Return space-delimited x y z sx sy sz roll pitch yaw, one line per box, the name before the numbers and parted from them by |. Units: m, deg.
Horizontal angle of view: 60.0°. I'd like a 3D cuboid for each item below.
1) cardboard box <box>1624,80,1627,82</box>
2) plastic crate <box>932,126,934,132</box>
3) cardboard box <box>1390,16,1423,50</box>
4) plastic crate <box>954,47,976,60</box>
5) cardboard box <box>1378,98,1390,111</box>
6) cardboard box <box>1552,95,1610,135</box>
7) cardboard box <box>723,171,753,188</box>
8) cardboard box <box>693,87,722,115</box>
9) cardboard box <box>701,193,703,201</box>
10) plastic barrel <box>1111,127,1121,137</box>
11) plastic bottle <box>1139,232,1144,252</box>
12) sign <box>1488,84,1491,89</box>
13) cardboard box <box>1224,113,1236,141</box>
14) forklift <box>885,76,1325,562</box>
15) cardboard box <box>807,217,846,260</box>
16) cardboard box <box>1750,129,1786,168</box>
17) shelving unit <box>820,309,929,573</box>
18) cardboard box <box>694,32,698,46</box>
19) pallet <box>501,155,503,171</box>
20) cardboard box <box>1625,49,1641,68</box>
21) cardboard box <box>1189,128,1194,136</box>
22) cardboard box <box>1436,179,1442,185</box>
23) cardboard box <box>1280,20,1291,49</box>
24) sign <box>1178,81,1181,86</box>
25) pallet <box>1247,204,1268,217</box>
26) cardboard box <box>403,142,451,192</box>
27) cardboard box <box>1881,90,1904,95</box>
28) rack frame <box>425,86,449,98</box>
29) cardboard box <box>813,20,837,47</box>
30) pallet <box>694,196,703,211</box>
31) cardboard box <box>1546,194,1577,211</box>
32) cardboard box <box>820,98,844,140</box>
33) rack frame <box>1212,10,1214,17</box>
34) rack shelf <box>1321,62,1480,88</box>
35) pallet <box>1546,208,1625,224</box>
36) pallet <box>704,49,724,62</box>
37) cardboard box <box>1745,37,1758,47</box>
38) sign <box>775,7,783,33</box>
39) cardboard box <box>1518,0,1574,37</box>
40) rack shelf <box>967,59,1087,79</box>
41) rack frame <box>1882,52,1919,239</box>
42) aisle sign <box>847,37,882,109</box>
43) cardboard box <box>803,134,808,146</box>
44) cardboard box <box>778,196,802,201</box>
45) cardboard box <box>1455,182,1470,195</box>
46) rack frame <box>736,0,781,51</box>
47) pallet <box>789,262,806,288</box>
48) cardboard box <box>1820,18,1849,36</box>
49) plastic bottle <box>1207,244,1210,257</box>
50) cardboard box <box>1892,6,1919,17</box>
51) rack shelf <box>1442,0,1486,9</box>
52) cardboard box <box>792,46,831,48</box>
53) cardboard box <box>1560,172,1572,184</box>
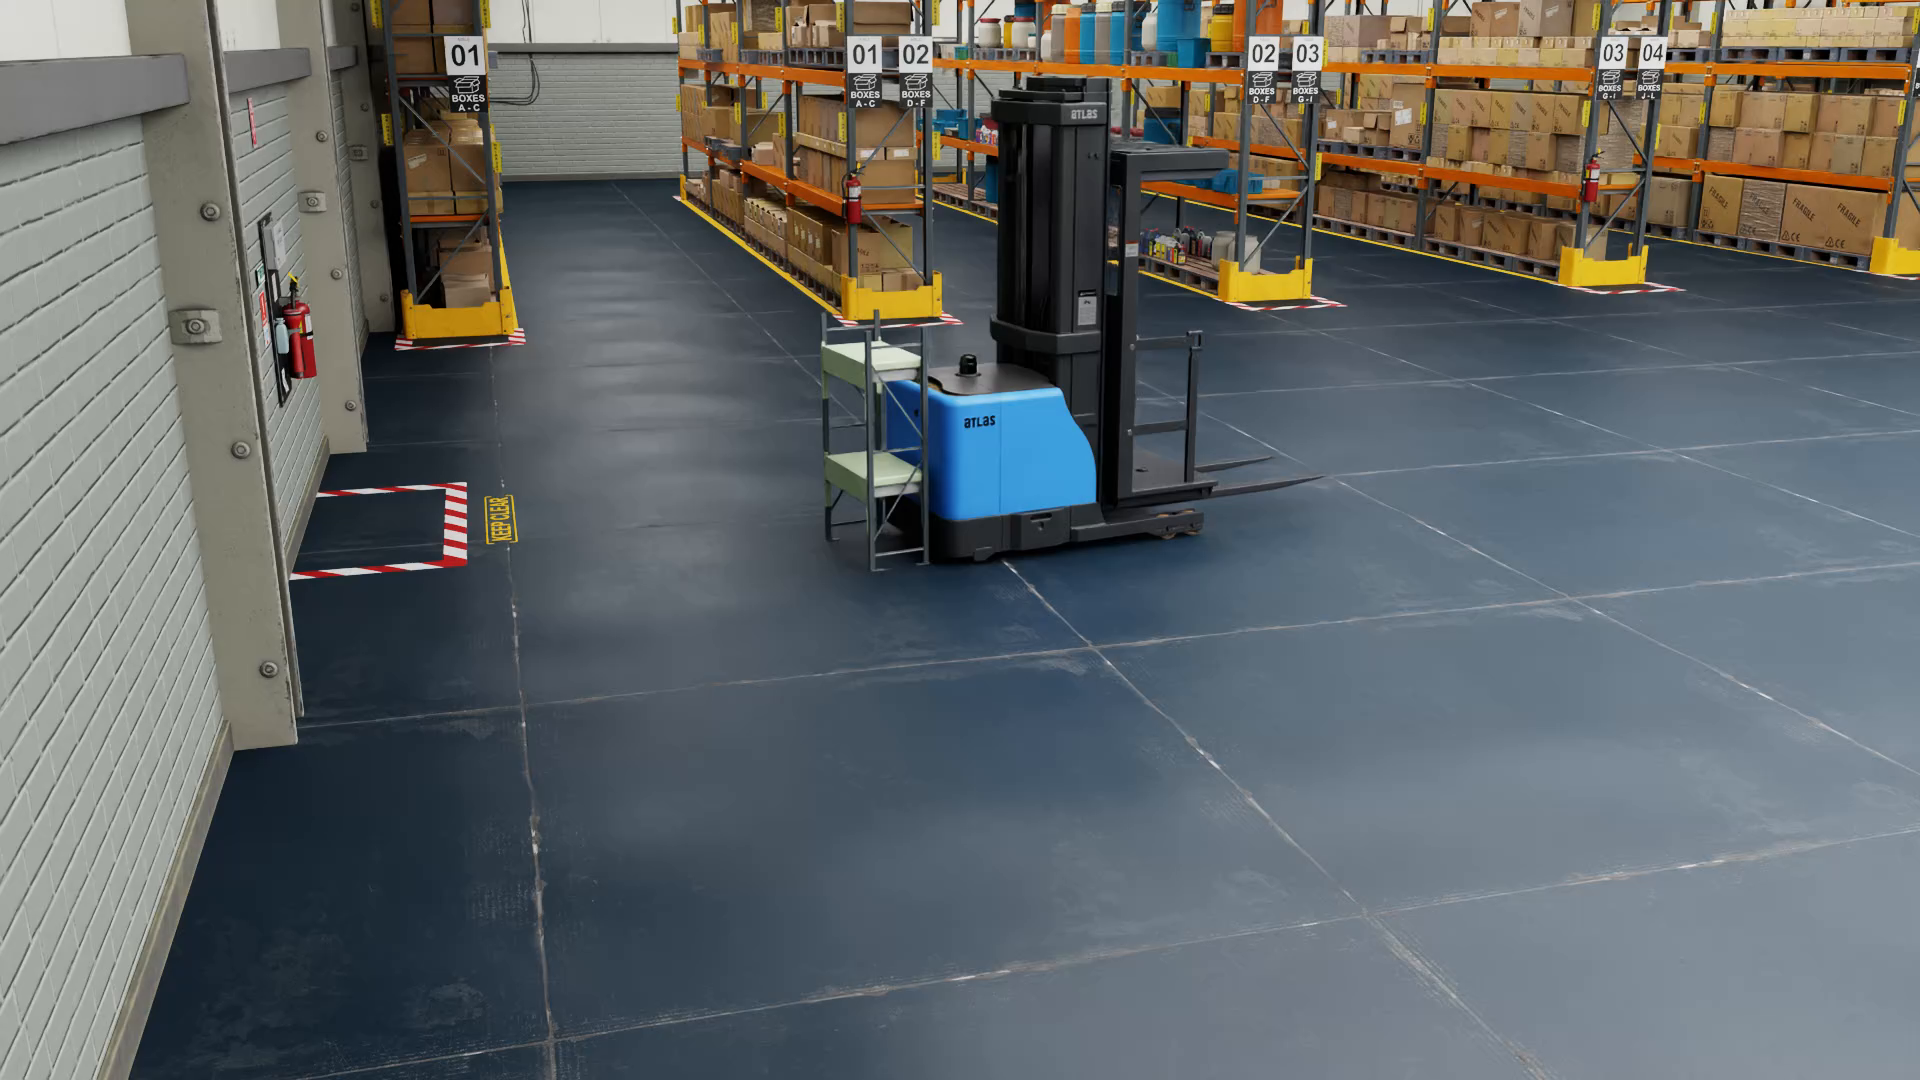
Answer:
cardboard box | 14.580 -9.976 35.910 0.380 0.149 0.250 -4 17 -14
plastic crate | -0.504 -8.454 34.235 0.250 0.136 0.298 -5 17 -15
cardboard box | 7.316 -8.086 26.534 0.797 0.503 0.637 -4 17 -13
plastic crate | 0.091 -9.405 32.125 0.416 0.233 0.300 -5 17 -15
cardboard box | 9.406 -9.305 36.026 0.500 0.500 0.500 -5 17 -17
cardboard box | 8.320 -5.696 22.272 0.500 0.500 0.500 -5 17 -15
cardboard box | -3.803 -6.236 28.774 0.500 0.250 0.500 -5 17 -16
cardboard box | -4.785 -8.358 31.652 0.500 0.500 0.500 -5 17 -15
cardboard box | -4.705 -6.511 31.604 0.380 0.149 0.250 -5 17 -15
plastic barrel | 2.474 -6.279 26.404 0.433 0.535 0.433 0 17 0
plastic bottle | 2.628 -4.305 24.040 0.152 0.276 0.135 -4 17 -13
sign | 14.218 -12.236 45.035 0.339 0.242 0.001 -5 17 -15
cardboard box | 5.436 -7.975 32.115 0.500 0.500 0.500 -5 17 -15
forklift | 1.058 -1.538 10.977 3.031 2.935 1.130 -8 18 -25
cardboard box | -1.676 -3.894 21.448 0.500 0.500 0.500 -5 17 -15
cardboard box | 12.727 -6.027 25.540 0.875 0.550 0.550 -5 17 -15
shelving unit | -0.540 -0.639 10.472 0.431 1.500 0.755 -8 18 -25
cardboard box | -4.644 -9.287 30.833 0.500 0.250 0.500 -5 17 -15
pallet | -7.480 -5.652 24.886 1.213 0.211 1.003 -5 17 -15
cardboard box | 8.825 -6.413 22.133 0.500 0.250 0.500 -4 17 -14
cardboard box | 4.871 -8.294 33.786 0.380 0.149 0.250 -5 17 -16
cardboard box | 10.343 -7.613 35.309 0.380 0.149 0.250 -4 17 -14
cardboard box | 5.951 -9.188 30.206 0.500 0.500 0.500 -4 17 -12
sign | 4.837 -10.027 36.694 0.100 0.325 0.005 -5 17 -15
pallet | 6.034 -6.333 31.667 1.003 0.211 1.213 -5 17 -15
cardboard box | -5.913 -4.130 18.409 0.500 0.500 0.500 -5 17 -16
cardboard box | 16.494 -7.860 29.355 0.380 0.149 0.250 -5 18 -18
rack frame | -9.976 -8.145 32.854 1.000 3.000 0.127 -5 17 -15
cardboard box | -1.540 -6.226 20.431 0.500 0.311 0.500 -3 17 -9
pallet | -4.642 -6.624 32.637 1.003 0.211 1.213 -5 17 -15
cardboard box | 11.388 -6.419 30.289 1.050 0.750 0.750 -5 17 -16
cardboard box | -1.375 -5.349 21.117 0.700 0.500 0.500 -5 17 -15
rack frame | 5.411 -11.087 32.219 1.000 3.000 0.127 -5 17 -15
rack shelf | 7.060 -7.646 27.228 1.077 0.370 4.000 -5 17 -15
pallet | 11.451 -5.912 30.266 1.003 0.211 1.213 -5 17 -15
pallet | -3.715 -8.305 28.500 1.213 0.211 1.003 -5 17 -15
cardboard box | 12.320 -7.662 25.564 0.380 0.149 0.250 -5 17 -15
sign | -2.436 -7.008 22.408 0.100 0.325 0.005 -5 17 -15
cardboard box | 8.039 -7.169 22.832 0.500 0.500 0.500 -5 17 -15
rack shelf | 1.198 -8.361 29.608 1.077 0.370 4.000 -5 17 -15
rack frame | 13.505 -5.258 23.244 1.000 3.000 0.127 -5 17 -15
aisle sign | -1.082 -5.316 18.916 0.394 0.787 0.004 -5 17 -15
cardboard box | -1.887 -5.347 22.236 0.380 0.149 0.250 -5 17 -17
cardboard box | -2.635 -5.352 26.631 0.500 0.311 0.500 -4 17 -14
cardboard box | 10.303 -7.210 33.356 0.500 0.500 0.500 -4 17 -13
rack frame | -3.016 -9.198 25.931 1.000 3.000 0.127 -5 17 -15
pallet | -1.738 -3.660 22.769 1.003 0.211 1.213 -5 17 -15
cardboard box | 12.828 -7.405 24.017 0.500 0.250 0.500 -5 17 -16
plastic bottle | 3.542 -4.106 23.507 0.097 0.201 0.097 0 17 0
cardboard box | 13.087 -7.272 22.880 0.380 0.149 0.250 -5 17 -15
rack shelf | 10.757 -10.362 31.750 1.077 0.370 4.000 -5 17 -15
cardboard box | -2.077 -6.956 23.210 0.500 0.250 0.500 -3 17 -9
cardboard box | 8.364 -4.906 22.506 0.380 0.149 0.250 -5 17 -15
